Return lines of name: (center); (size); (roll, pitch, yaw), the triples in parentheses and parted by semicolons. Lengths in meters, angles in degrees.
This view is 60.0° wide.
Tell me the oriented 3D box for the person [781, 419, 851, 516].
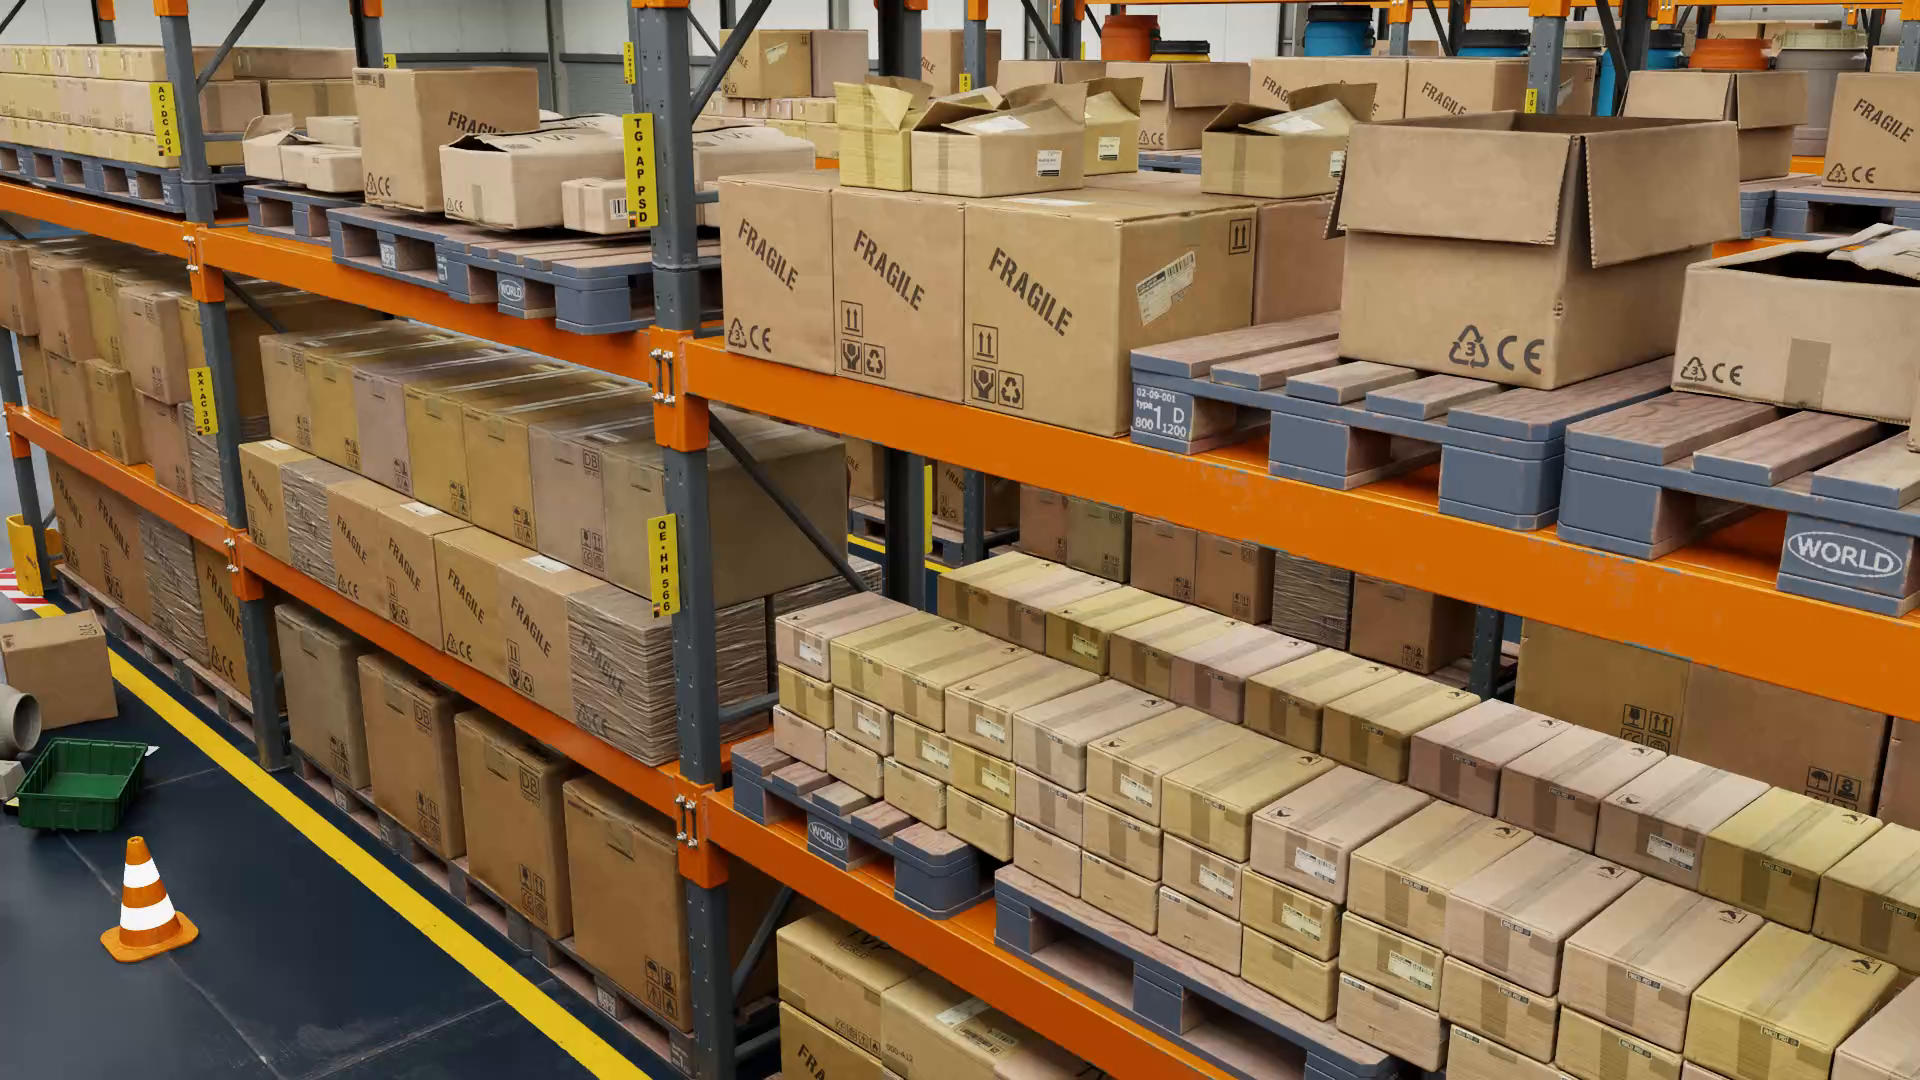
person: (-0.908, -0.047, 9.724); (0.423, 1.774, 0.653); (16, 23, 41)
